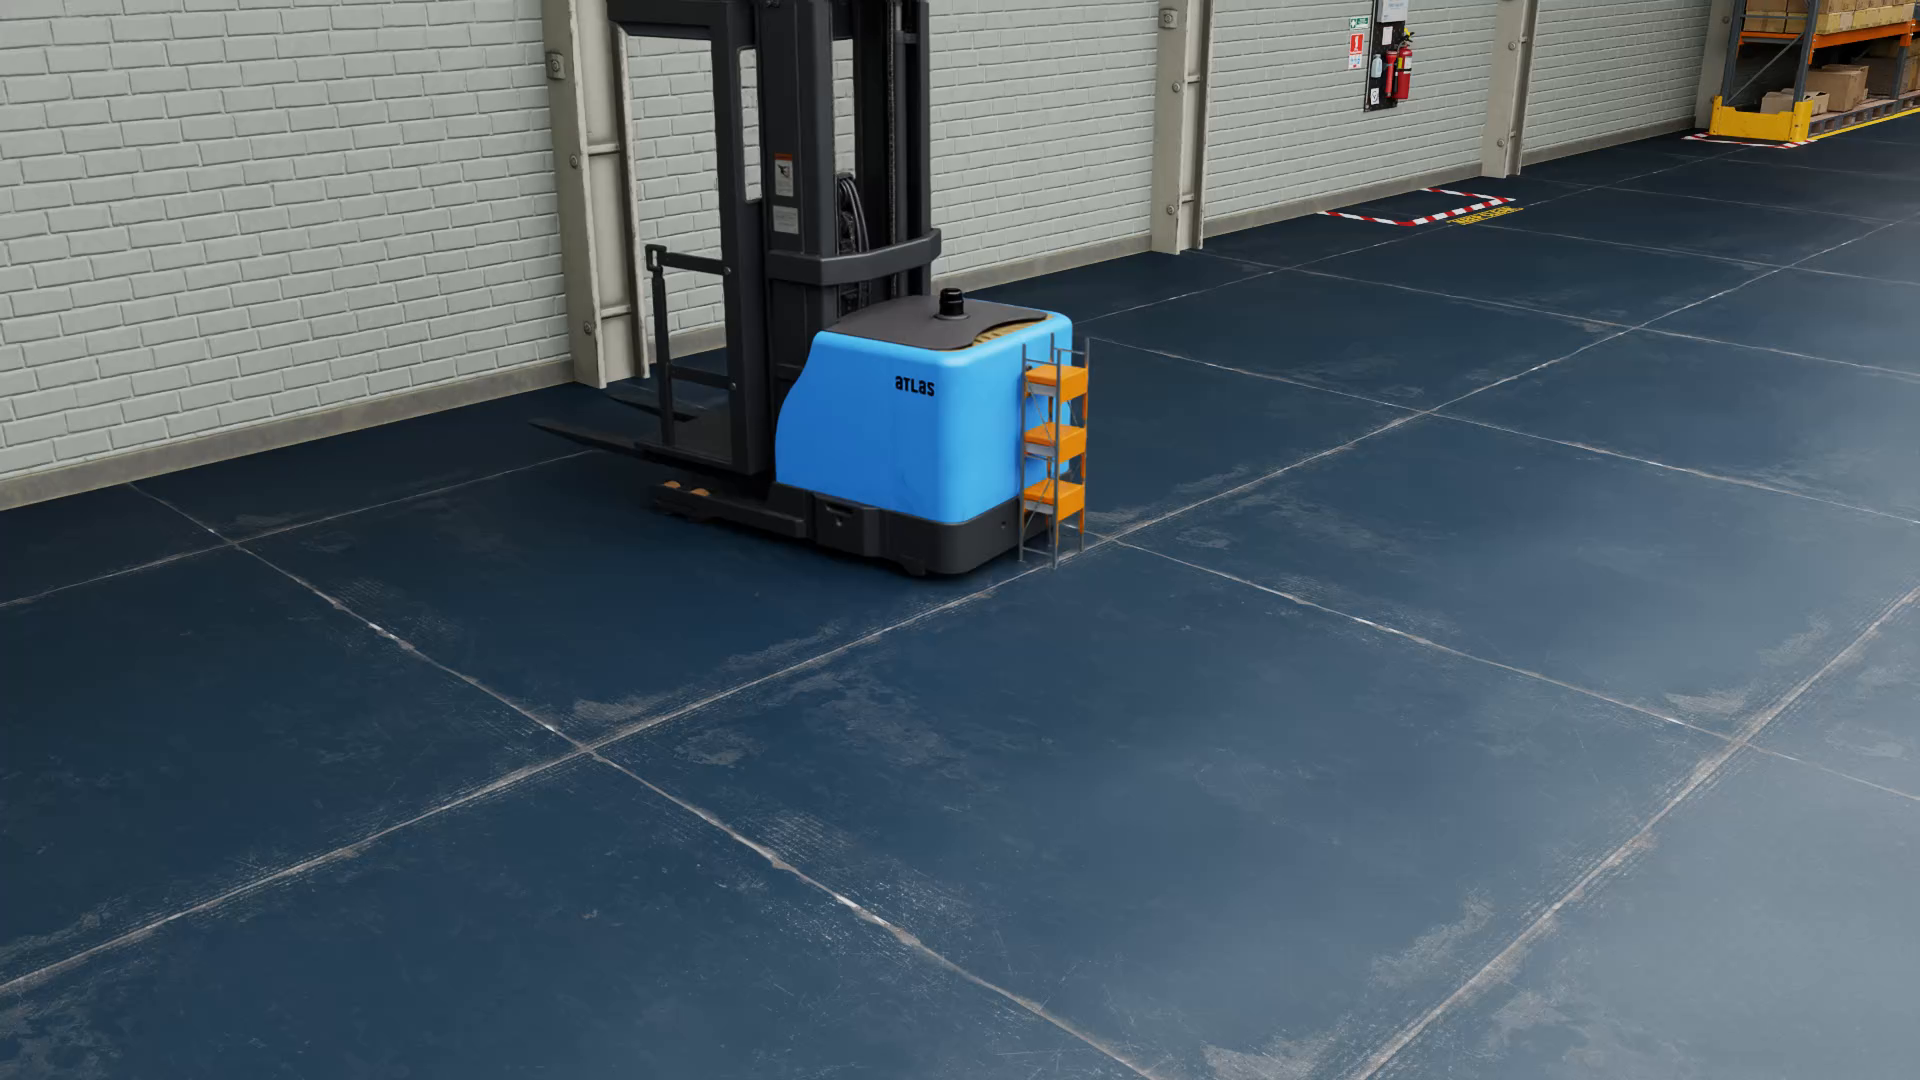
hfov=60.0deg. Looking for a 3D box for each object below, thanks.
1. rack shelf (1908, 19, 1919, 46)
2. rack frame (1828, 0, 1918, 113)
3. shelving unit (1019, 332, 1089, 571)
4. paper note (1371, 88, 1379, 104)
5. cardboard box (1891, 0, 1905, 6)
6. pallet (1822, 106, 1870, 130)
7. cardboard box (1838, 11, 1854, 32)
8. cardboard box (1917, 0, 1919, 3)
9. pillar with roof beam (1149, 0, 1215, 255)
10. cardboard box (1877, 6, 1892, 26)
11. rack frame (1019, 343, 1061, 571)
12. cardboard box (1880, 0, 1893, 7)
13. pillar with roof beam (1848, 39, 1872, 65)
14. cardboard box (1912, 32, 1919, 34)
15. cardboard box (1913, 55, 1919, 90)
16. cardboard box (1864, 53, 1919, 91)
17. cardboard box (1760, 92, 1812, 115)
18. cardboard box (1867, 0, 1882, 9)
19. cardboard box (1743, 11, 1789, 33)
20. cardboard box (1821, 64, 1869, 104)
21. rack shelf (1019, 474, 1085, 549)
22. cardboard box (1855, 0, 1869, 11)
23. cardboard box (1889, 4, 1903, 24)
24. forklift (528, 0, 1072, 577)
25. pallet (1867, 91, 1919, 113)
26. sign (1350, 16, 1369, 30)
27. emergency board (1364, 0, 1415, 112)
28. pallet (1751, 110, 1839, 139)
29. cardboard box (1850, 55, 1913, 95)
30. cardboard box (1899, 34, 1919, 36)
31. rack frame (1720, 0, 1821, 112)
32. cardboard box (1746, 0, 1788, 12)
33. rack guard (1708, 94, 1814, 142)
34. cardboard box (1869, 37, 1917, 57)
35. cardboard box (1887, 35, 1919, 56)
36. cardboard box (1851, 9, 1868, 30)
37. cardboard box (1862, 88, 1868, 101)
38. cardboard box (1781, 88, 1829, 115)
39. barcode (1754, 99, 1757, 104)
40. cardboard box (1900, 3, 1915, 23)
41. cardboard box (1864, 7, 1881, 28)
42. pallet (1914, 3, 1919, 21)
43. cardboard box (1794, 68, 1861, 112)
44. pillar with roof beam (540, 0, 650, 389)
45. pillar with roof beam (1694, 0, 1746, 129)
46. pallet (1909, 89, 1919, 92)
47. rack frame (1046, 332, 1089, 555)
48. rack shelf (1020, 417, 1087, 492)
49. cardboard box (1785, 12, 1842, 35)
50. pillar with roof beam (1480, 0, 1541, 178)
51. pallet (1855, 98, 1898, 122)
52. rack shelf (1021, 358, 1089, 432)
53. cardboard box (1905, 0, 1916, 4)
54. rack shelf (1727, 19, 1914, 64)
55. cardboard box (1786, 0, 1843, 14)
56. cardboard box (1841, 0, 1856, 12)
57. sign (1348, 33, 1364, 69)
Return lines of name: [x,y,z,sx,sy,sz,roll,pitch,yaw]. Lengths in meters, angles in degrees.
rack shelf: [14.610,-7.888,25.418,1.077,0.370,4.000,19,28,41]
rack frame: [13.214,-7.710,23.952,1.000,3.000,0.127,19,28,41]
shelving unit: [0.430,-0.405,7.666,0.215,1.050,0.252,14,25,32]
paper note: [4.183,-4.470,16.752,0.016,0.148,0.142,19,28,41]
cardboard box: [12.762,-7.670,22.985,0.500,0.500,0.500,19,28,40]
pallet: [11.920,-5.911,23.160,1.003,0.211,1.213,19,28,41]
cardboard box: [11.344,-6.804,21.776,0.500,0.250,0.500,18,28,39]
cardboard box: [13.594,-8.084,24.173,0.700,0.500,0.500,19,28,41]
pillar with roof beam: [5.006,-5.716,10.403,9.100,9.000,0.400,19,28,41]
cardboard box: [12.408,-7.192,22.787,0.500,0.250,0.500,19,28,40]
rack frame: [0.362,-0.369,7.572,0.200,1.050,0.008,14,25,32]
cardboard box: [12.403,-7.543,22.656,0.500,0.500,0.500,18,28,39]
pillar with roof beam: [17.563,-10.343,22.441,9.100,9.000,0.400,19,28,41]
cardboard box: [15.097,-7.797,26.006,0.500,0.250,0.500,-20,28,-41]
cardboard box: [14.425,-7.208,25.517,0.700,0.500,0.500,20,28,41]
cardboard box: [14.041,-7.087,25.203,0.700,0.500,0.500,19,28,40]
cardboard box: [10.971,-5.787,22.084,0.500,0.311,0.500,15,26,35]
cardboard box: [12.041,-7.410,22.307,0.500,0.500,0.500,-19,28,-40]
cardboard box: [10.611,-6.789,21.739,0.500,0.250,0.500,-20,28,-41]
cardboard box: [12.519,-6.471,23.601,0.500,0.500,0.500,17,27,37]
rack shelf: [0.430,-0.136,7.769,0.215,0.259,0.240,14,25,32]
cardboard box: [11.689,-7.274,21.954,0.500,0.500,0.500,18,27,39]
cardboard box: [12.748,-7.325,23.133,0.500,0.250,0.500,19,28,41]
forklift: [-0.952,-1.598,8.146,3.031,2.935,1.130,14,25,32]
pallet: [13.757,-6.608,24.974,1.003,0.211,1.213,19,28,41]
sign: [3.906,-5.056,16.261,0.001,0.109,0.331,19,28,41]
emergency board: [4.356,-4.910,16.667,0.194,1.169,0.643,19,28,41]
pallet: [11.069,-5.599,22.348,1.003,0.211,1.213,19,28,41]
cardboard box: [13.716,-6.941,24.824,0.500,0.500,0.700,-19,28,-40]
cardboard box: [14.742,-7.664,25.659,0.500,0.250,0.500,19,28,40]
rack frame: [10.424,-6.681,21.277,1.000,3.000,0.127,19,28,41]
cardboard box: [10.601,-7.145,21.619,0.500,0.500,0.500,19,28,40]
rack guard: [10.477,-5.534,21.776,1.175,0.500,0.348,19,28,41]
cardboard box: [14.021,-7.406,24.986,0.500,0.250,0.500,19,28,40]
cardboard box: [14.381,-7.540,25.337,0.500,0.250,0.500,18,28,39]
cardboard box: [11.704,-6.933,22.113,0.500,0.250,0.500,19,28,40]
cardboard box: [12.863,-6.447,24.004,0.380,0.166,0.250,15,26,34]
cardboard box: [11.369,-5.933,22.465,0.500,0.311,0.500,-17,27,-38]
barcode: [10.697,-5.896,22.355,0.001,0.075,0.075,19,28,41]
cardboard box: [13.101,-7.451,23.461,0.500,0.250,0.500,19,28,41]
cardboard box: [12.058,-7.062,22.449,0.500,0.250,0.500,20,28,41]
pallet: [13.852,-7.780,24.402,1.003,0.211,1.213,19,28,41]
cardboard box: [11.916,-6.198,22.890,0.700,0.500,0.500,17,27,37]
pillar with roof beam: [0.820,-4.174,6.390,9.100,9.000,0.400,19,28,41]
pillar with roof beam: [13.377,-8.801,18.428,9.100,9.000,0.400,19,28,41]
pallet: [14.608,-6.924,25.793,1.003,0.211,1.213,19,28,41]
rack frame: [0.499,-0.442,7.760,0.200,1.050,0.008,14,25,32]
rack shelf: [0.430,-0.395,7.670,0.215,0.259,0.240,14,25,32]
cardboard box: [10.992,-6.667,21.419,0.500,0.250,0.500,18,28,39]
pillar with roof beam: [9.191,-7.258,14.416,9.100,9.000,0.400,19,28,41]
pallet: [12.771,-6.226,23.980,1.003,0.211,1.213,19,28,41]
rack shelf: [0.430,-0.660,7.568,0.215,0.259,0.240,14,25,32]
cardboard box: [13.106,-7.800,23.323,0.500,0.500,0.500,19,28,41]
rack shelf: [11.819,-6.860,22.743,1.077,0.370,4.000,19,28,41]
cardboard box: [10.972,-7.018,21.289,0.500,0.500,0.500,19,28,41]
cardboard box: [11.324,-7.143,21.613,0.500,0.500,0.500,19,28,41]
sign: [3.896,-4.810,16.358,0.001,0.329,0.234,19,28,41]
